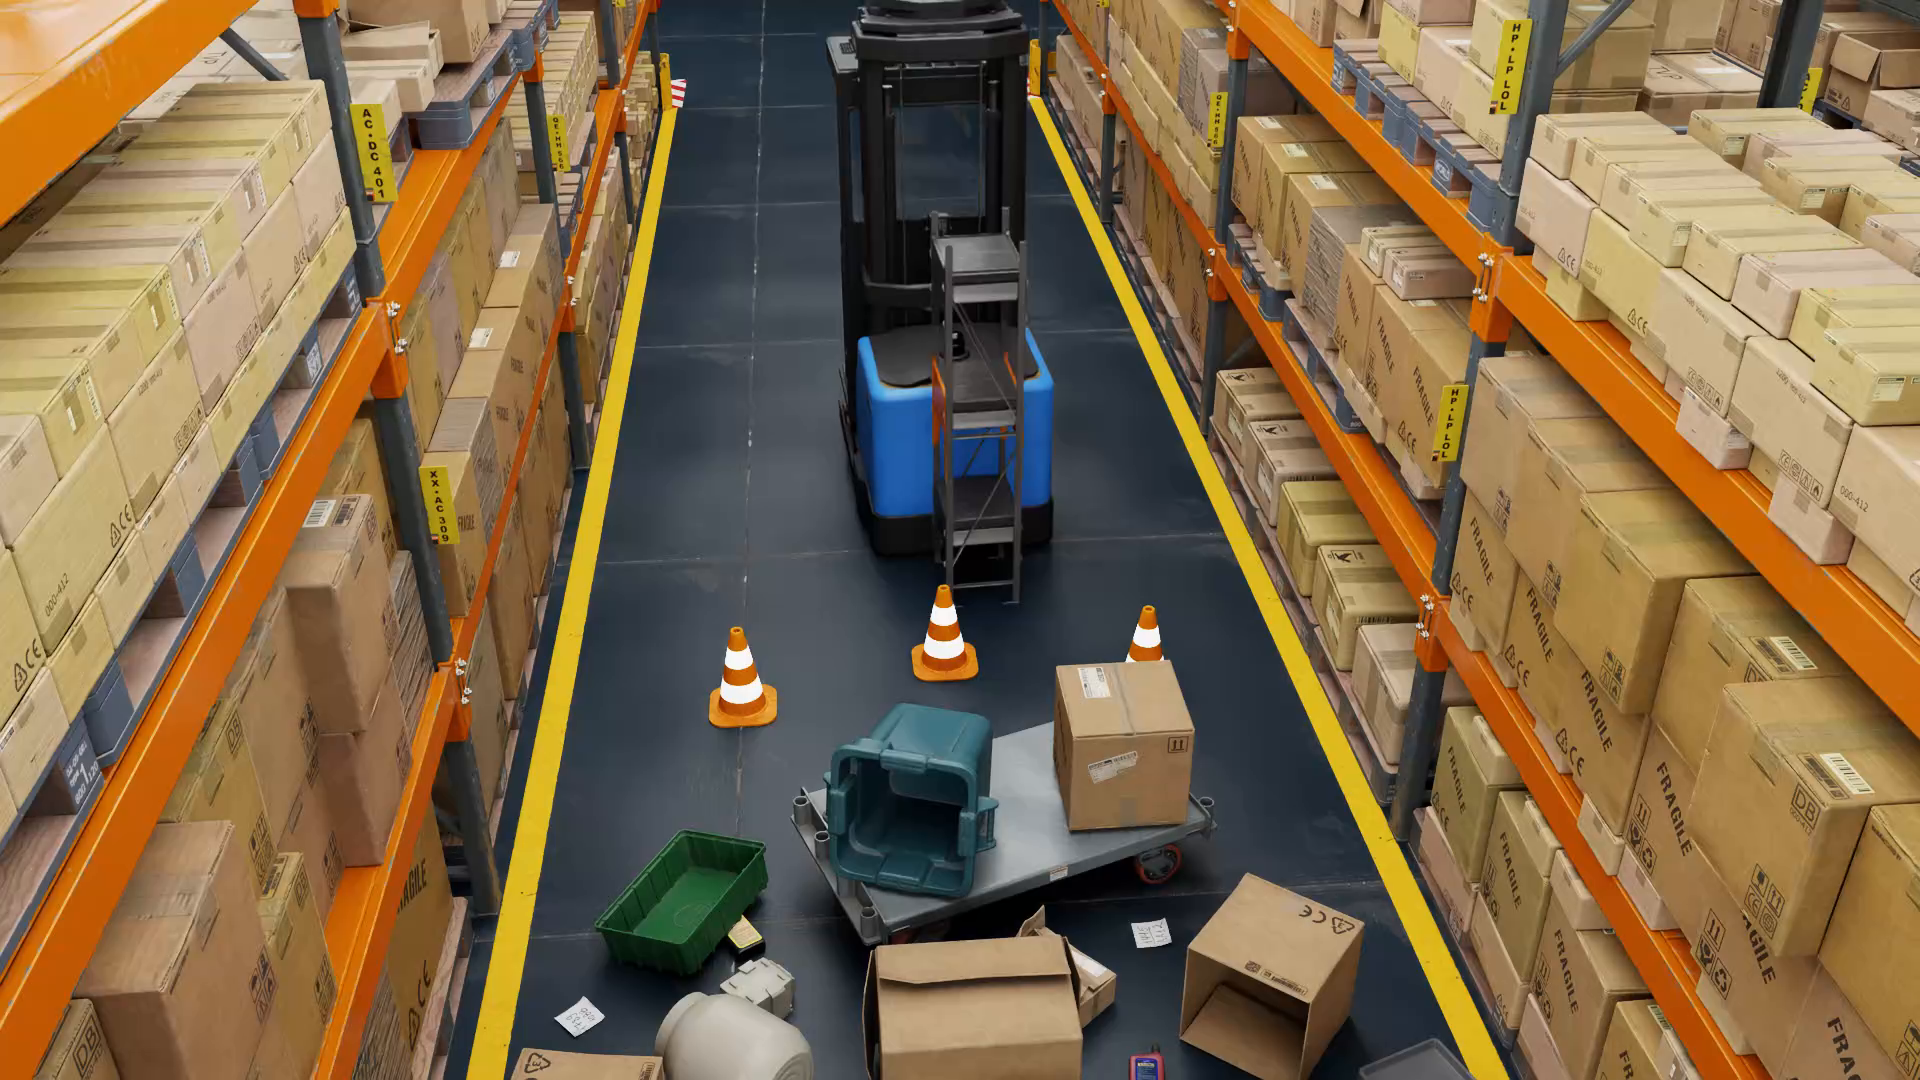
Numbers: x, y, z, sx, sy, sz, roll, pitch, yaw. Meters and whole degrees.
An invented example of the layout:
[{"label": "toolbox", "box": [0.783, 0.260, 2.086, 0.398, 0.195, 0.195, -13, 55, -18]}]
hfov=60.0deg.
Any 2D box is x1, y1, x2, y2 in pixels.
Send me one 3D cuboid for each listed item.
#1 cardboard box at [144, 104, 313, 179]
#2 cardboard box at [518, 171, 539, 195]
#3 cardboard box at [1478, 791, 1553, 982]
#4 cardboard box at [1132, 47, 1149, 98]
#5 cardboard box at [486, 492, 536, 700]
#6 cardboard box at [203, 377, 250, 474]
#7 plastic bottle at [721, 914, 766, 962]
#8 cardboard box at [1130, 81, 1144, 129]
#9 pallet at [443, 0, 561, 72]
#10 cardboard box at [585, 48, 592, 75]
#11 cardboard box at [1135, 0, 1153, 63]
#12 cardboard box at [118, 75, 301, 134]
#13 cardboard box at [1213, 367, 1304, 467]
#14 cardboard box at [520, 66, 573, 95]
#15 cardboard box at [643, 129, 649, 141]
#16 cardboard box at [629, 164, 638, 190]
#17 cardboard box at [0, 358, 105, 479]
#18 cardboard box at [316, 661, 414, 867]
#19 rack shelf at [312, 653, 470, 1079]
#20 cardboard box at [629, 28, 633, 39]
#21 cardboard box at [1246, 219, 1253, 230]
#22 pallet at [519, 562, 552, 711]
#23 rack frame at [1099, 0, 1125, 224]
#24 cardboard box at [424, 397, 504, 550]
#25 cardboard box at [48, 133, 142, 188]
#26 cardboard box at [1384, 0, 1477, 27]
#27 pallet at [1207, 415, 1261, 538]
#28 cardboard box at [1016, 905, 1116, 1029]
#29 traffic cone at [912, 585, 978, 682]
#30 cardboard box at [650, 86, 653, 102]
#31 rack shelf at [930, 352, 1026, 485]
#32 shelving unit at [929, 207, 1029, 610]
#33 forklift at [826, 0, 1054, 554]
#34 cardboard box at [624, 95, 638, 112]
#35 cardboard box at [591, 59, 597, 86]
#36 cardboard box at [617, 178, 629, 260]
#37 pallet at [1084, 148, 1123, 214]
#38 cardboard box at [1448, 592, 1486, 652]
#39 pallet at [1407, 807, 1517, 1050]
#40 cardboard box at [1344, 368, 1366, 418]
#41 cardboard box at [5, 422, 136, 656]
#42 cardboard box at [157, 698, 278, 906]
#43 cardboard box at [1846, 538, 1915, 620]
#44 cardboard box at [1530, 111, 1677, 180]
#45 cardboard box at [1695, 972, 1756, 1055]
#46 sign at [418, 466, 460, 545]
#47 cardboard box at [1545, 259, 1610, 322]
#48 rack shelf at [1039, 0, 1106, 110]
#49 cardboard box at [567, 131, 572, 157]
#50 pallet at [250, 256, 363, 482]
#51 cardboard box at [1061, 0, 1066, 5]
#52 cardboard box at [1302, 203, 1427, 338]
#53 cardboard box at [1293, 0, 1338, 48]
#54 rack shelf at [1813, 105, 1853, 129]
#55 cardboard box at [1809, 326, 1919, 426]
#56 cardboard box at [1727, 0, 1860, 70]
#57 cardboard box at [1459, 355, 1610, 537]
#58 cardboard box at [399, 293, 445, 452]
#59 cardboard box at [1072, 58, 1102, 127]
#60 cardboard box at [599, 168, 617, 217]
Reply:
[{"label": "cardboard box", "box": [-2.091, -1.138, 4.765, 0.380, 0.149, 0.250, -3, 31, -5]}, {"label": "cardboard box", "box": [-2.685, -2.192, 10.039, 0.380, 0.149, 0.250, -1, 31, -2]}, {"label": "cardboard box", "box": [2.301, 1.283, 6.217, 0.500, 0.500, 0.500, -2, 31, -3]}, {"label": "cardboard box", "box": [1.563, -3.455, 12.267, 0.500, 0.250, 0.500, -2, 31, -4]}, {"label": "cardboard box", "box": [-2.700, 0.287, 8.128, 1.050, 0.750, 0.750, -3, 31, -5]}, {"label": "cardboard box", "box": [-1.993, -0.275, 4.098, 0.380, 0.149, 0.250, -3, 31, -5]}, {"label": "plastic bottle", "box": [-0.938, 1.637, 6.949, 0.133, 0.061, 0.283, -20, 36, -30]}, {"label": "cardboard box", "box": [1.566, -3.238, 12.392, 0.500, 0.250, 0.500, -3, 31, -5]}, {"label": "pallet", "box": [-2.727, -2.616, 8.463, 1.213, 0.211, 1.003, -1, 31, -2]}, {"label": "cardboard box", "box": [-2.934, -3.523, 12.268, 0.380, 0.149, 0.250, -1, 31, -2]}, {"label": "cardboard box", "box": [1.580, -3.785, 12.090, 0.500, 0.500, 0.500, -3, 31, -6]}, {"label": "cardboard box", "box": [-2.691, -1.493, 6.038, 0.500, 0.250, 0.500, -2, 31, -4]}, {"label": "cardboard box", "box": [2.122, -0.787, 10.296, 0.950, 0.372, 0.625, -5, 31, -8]}, {"label": "cardboard box", "box": [-2.834, -3.107, 11.281, 0.380, 0.149, 0.250, -3, 31, -5]}, {"label": "cardboard box", "box": [-3.139, -3.859, 15.655, 0.380, 0.149, 0.250, -2, 31, -4]}, {"label": "cardboard box", "box": [-2.929, -3.062, 14.032, 0.380, 0.149, 0.250, -1, 31, -2]}, {"label": "cardboard box", "box": [-1.924, -0.231, 3.247, 0.380, 0.149, 0.250, -3, 31, -5]}, {"label": "cardboard box", "box": [-2.346, 0.710, 5.490, 0.875, 0.550, 0.550, -3, 31, -5]}, {"label": "rack shelf", "box": [-2.279, 1.637, 4.786, 1.077, 0.370, 4.000, -3, 31, -5]}, {"label": "cardboard box", "box": [-3.086, -4.500, 14.603, 0.380, 0.149, 0.250, -1, 31, -2]}, {"label": "cardboard box", "box": [1.924, -1.922, 9.877, 0.380, 0.149, 0.250, -4, 31, -7]}, {"label": "pallet", "box": [-2.730, 0.489, 8.725, 1.003, 0.211, 1.213, -3, 31, -5]}, {"label": "rack frame", "box": [1.705, -4.066, 13.632, 1.000, 3.000, 0.127, -3, 31, -5]}, {"label": "cardboard box", "box": [-2.295, -0.275, 7.188, 0.500, 0.500, 0.500, -3, 31, -4]}, {"label": "cardboard box", "box": [-2.699, -1.004, 4.930, 0.500, 0.250, 0.500, -3, 31, -4]}, {"label": "cardboard box", "box": [2.155, -2.410, 7.183, 0.500, 0.250, 0.500, -2, 31, -4]}, {"label": "pallet", "box": [2.151, -0.428, 10.260, 1.003, 0.211, 1.213, -3, 31, -5]}, {"label": "cardboard box", "box": [0.392, 1.711, 6.627, 0.396, 0.266, 0.258, 27, 40, 37]}, {"label": "traffic cone", "box": [-0.080, 0.441, 8.560, 0.336, 0.463, 0.334, -3, 31, -5]}, {"label": "cardboard box", "box": [-3.204, -4.383, 16.243, 0.380, 0.149, 0.250, -4, 31, -7]}, {"label": "rack shelf", "box": [0.090, -0.648, 8.814, 0.431, 0.518, 0.480, -4, 31, -7]}, {"label": "shelving unit", "box": [0.090, -0.660, 8.807, 0.431, 2.100, 0.503, -4, 31, -7]}, {"label": "forklift", "box": [-0.196, -1.918, 10.102, 1.130, 2.935, 3.031, -4, 31, -7]}, {"label": "cardboard box", "box": [-3.160, -3.974, 15.269, 0.380, 0.149, 0.250, -3, 31, -4]}, {"label": "cardboard box", "box": [-2.954, -3.524, 12.560, 0.380, 0.149, 0.250, -3, 31, -4]}, {"label": "cardboard box", "box": [-2.894, -2.519, 13.070, 0.500, 0.500, 0.500, -3, 31, -6]}, {"label": "pallet", "box": [1.712, -3.261, 15.004, 1.003, 0.211, 1.213, -3, 31, -5]}, {"label": "cardboard box", "box": [2.163, 0.302, 6.564, 0.380, 0.149, 0.250, -3, 31, -5]}, {"label": "pallet", "box": [2.551, 1.557, 6.938, 1.003, 0.211, 1.213, -3, 31, -5]}, {"label": "cardboard box", "box": [2.036, -0.699, 7.830, 0.380, 0.149, 0.250, -3, 31, -4]}, {"label": "cardboard box", "box": [-1.978, 0.000, 3.250, 0.500, 0.250, 0.500, -3, 31, -5]}, {"label": "cardboard box", "box": [-2.328, 0.797, 4.292, 0.875, 0.550, 0.500, -3, 31, -5]}, {"label": "cardboard box", "box": [2.423, 0.057, 4.050, 0.380, 0.149, 0.250, -4, 31, -6]}, {"label": "cardboard box", "box": [2.157, -1.328, 5.590, 0.380, 0.149, 0.250, -3, 31, -5]}, {"label": "cardboard box", "box": [2.389, 1.338, 4.830, 0.380, 0.149, 0.250, -3, 31, -5]}, {"label": "sign", "box": [-1.914, -0.126, 6.114, 0.100, 0.325, 0.005, -3, 31, -5]}, {"label": "cardboard box", "box": [2.204, -0.854, 5.575, 0.380, 0.149, 0.250, -3, 31, -5]}, {"label": "rack shelf", "box": [1.518, -4.778, 15.526, 1.077, 0.370, 4.000, -3, 31, -5]}, {"label": "cardboard box", "box": [-2.785, -2.594, 11.003, 0.380, 0.149, 0.250, -2, 31, -3]}, {"label": "pallet", "box": [-2.400, -0.524, 4.864, 1.003, 0.211, 1.213, -3, 31, -5]}, {"label": "cardboard box", "box": [1.195, -5.375, 15.726, 0.500, 0.500, 0.500, -3, 31, -5]}, {"label": "cardboard box", "box": [2.042, -1.342, 8.274, 0.500, 0.500, 0.500, -4, 31, -6]}, {"label": "cardboard box", "box": [2.158, -2.870, 8.608, 0.700, 0.500, 0.500, -3, 31, -5]}, {"label": "rack shelf", "box": [6.834, -2.976, 12.509, 1.077, 0.370, 4.000, -3, 31, -5]}, {"label": "cardboard box", "box": [2.324, -0.402, 4.040, 0.380, 0.149, 0.250, -2, 31, -3]}, {"label": "cardboard box", "box": [6.518, -4.007, 13.026, 0.700, 0.500, 0.500, -2, 31, -4]}, {"label": "cardboard box", "box": [2.278, -0.347, 6.043, 0.700, 0.500, 0.500, -3, 31, -5]}, {"label": "cardboard box", "box": [-2.568, -0.681, 6.892, 0.700, 0.500, 0.500, -3, 31, -5]}, {"label": "cardboard box", "box": [1.587, -4.390, 16.263, 0.875, 0.438, 0.875, -2, 31, -3]}, {"label": "cardboard box", "box": [-2.858, -2.575, 12.433, 0.500, 0.250, 0.500, -1, 31, -2]}]
